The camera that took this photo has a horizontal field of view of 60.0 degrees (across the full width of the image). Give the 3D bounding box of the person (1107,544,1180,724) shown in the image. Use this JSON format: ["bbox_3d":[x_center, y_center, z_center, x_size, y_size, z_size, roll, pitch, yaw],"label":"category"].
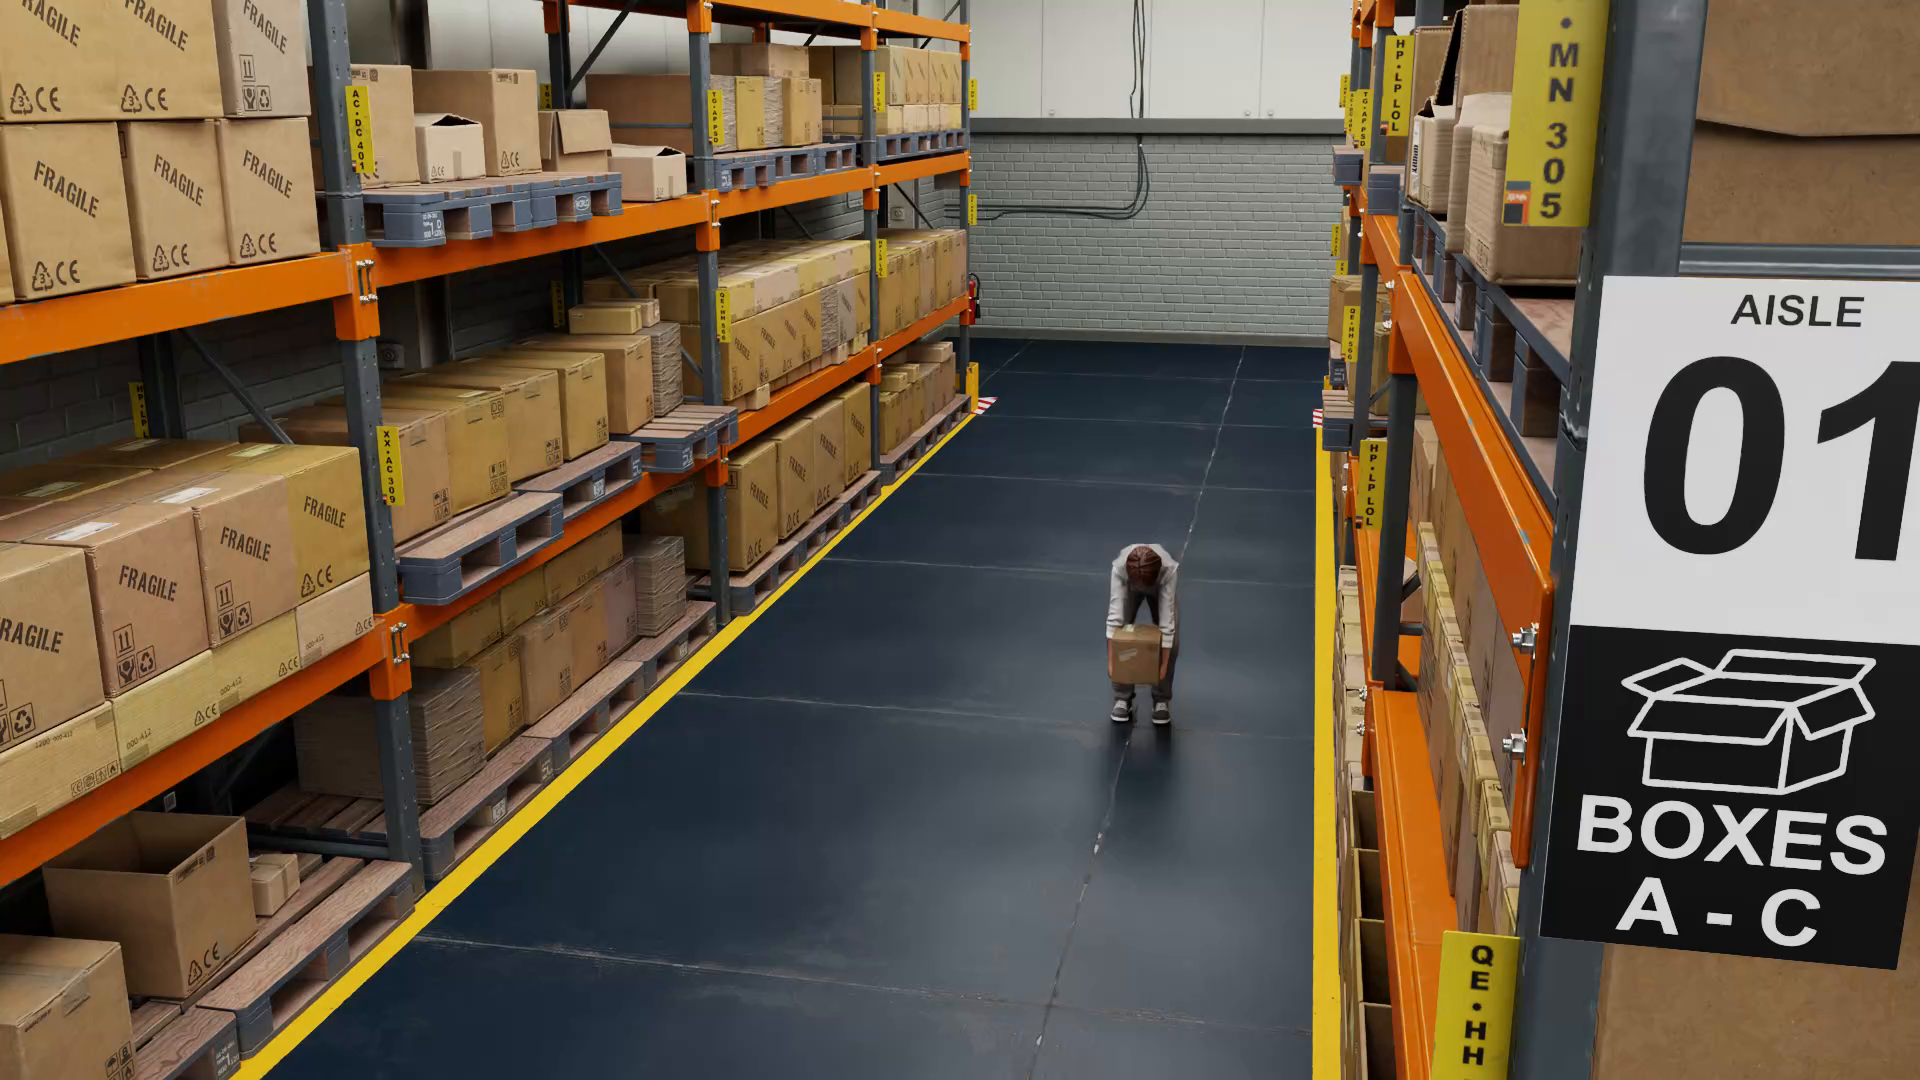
[{"bbox_3d":[0.994,0.506,9.074,0.401,1.116,0.842,2,15,9],"label":"person"}]
